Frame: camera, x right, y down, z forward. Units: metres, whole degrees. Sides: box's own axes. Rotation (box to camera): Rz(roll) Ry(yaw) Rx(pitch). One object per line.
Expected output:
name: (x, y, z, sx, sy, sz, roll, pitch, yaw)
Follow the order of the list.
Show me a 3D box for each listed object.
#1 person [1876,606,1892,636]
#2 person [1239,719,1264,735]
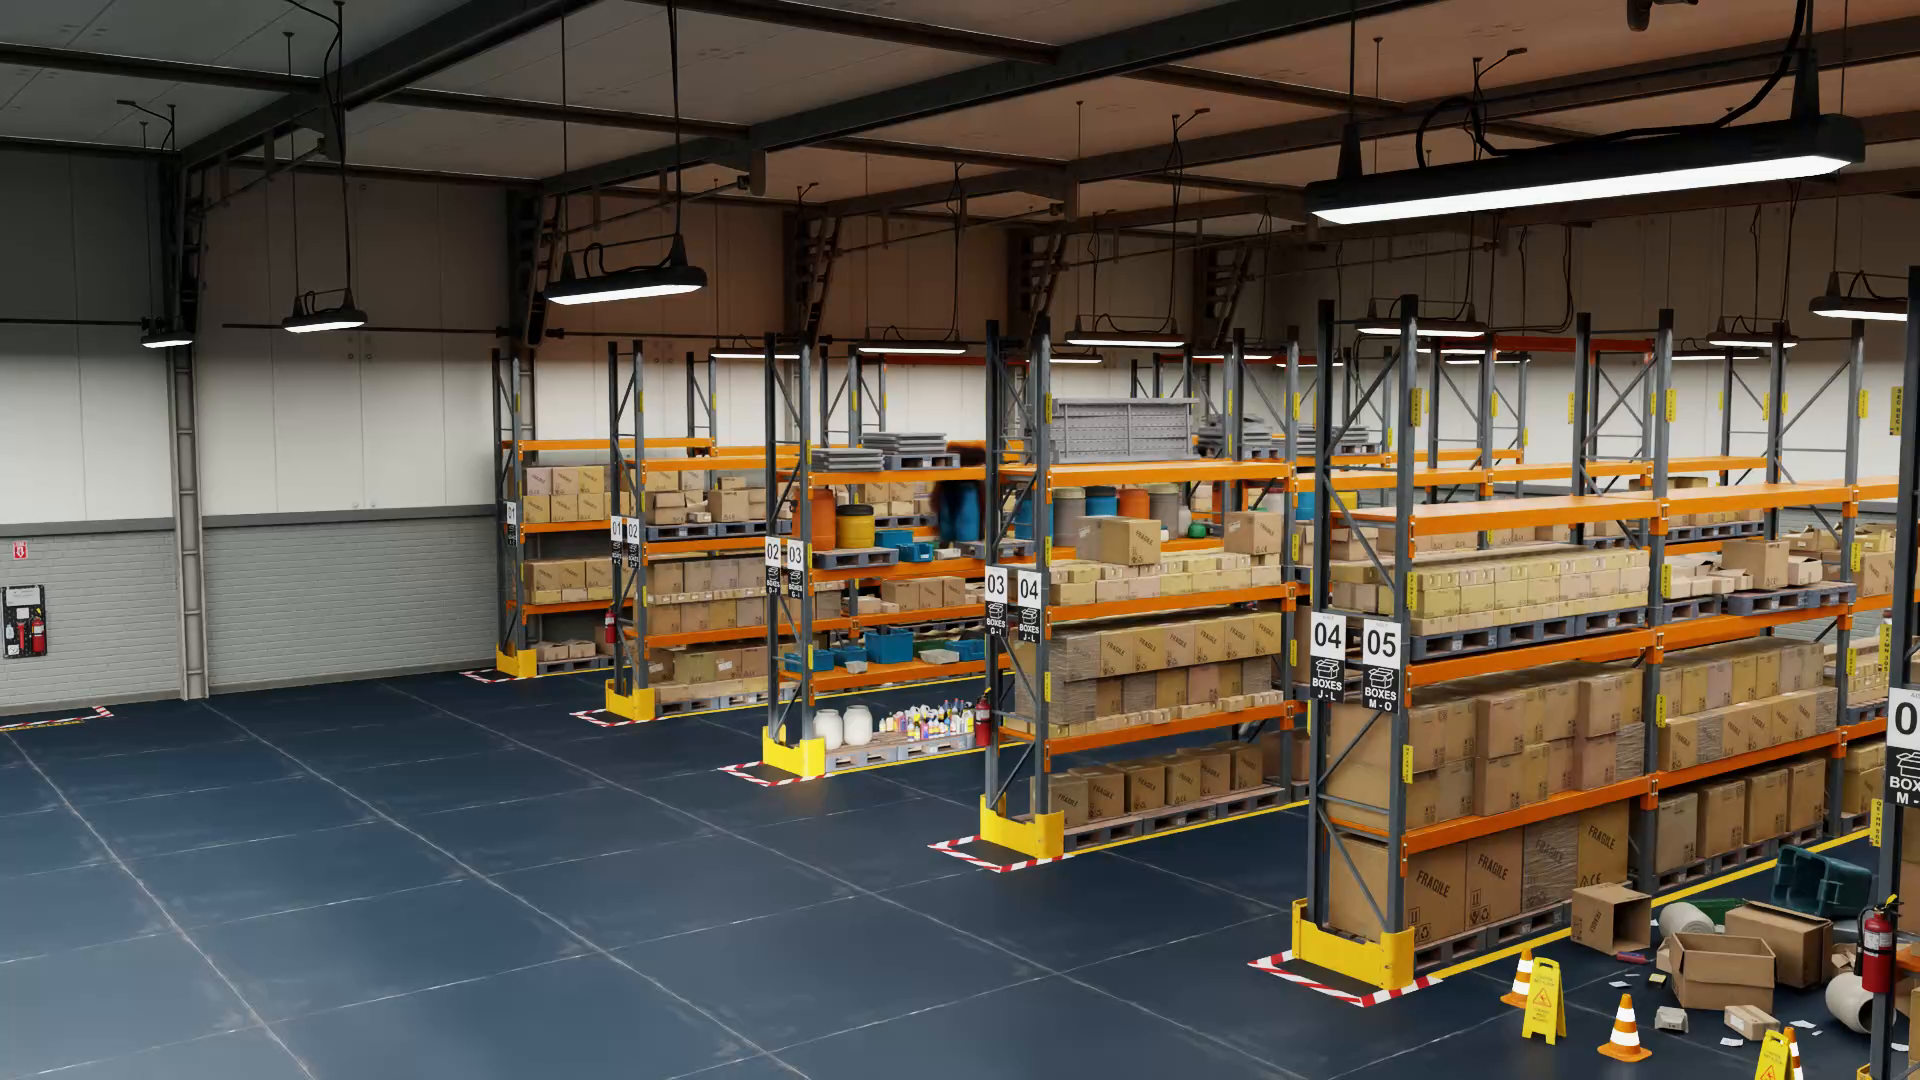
person: (15.614, 1.875, 27.909, 0.883, 1.654, 0.471, 4, 6, 37)
person: (4.434, 2.112, 25.346, 0.980, 1.642, 0.567, -5, 7, -43)
